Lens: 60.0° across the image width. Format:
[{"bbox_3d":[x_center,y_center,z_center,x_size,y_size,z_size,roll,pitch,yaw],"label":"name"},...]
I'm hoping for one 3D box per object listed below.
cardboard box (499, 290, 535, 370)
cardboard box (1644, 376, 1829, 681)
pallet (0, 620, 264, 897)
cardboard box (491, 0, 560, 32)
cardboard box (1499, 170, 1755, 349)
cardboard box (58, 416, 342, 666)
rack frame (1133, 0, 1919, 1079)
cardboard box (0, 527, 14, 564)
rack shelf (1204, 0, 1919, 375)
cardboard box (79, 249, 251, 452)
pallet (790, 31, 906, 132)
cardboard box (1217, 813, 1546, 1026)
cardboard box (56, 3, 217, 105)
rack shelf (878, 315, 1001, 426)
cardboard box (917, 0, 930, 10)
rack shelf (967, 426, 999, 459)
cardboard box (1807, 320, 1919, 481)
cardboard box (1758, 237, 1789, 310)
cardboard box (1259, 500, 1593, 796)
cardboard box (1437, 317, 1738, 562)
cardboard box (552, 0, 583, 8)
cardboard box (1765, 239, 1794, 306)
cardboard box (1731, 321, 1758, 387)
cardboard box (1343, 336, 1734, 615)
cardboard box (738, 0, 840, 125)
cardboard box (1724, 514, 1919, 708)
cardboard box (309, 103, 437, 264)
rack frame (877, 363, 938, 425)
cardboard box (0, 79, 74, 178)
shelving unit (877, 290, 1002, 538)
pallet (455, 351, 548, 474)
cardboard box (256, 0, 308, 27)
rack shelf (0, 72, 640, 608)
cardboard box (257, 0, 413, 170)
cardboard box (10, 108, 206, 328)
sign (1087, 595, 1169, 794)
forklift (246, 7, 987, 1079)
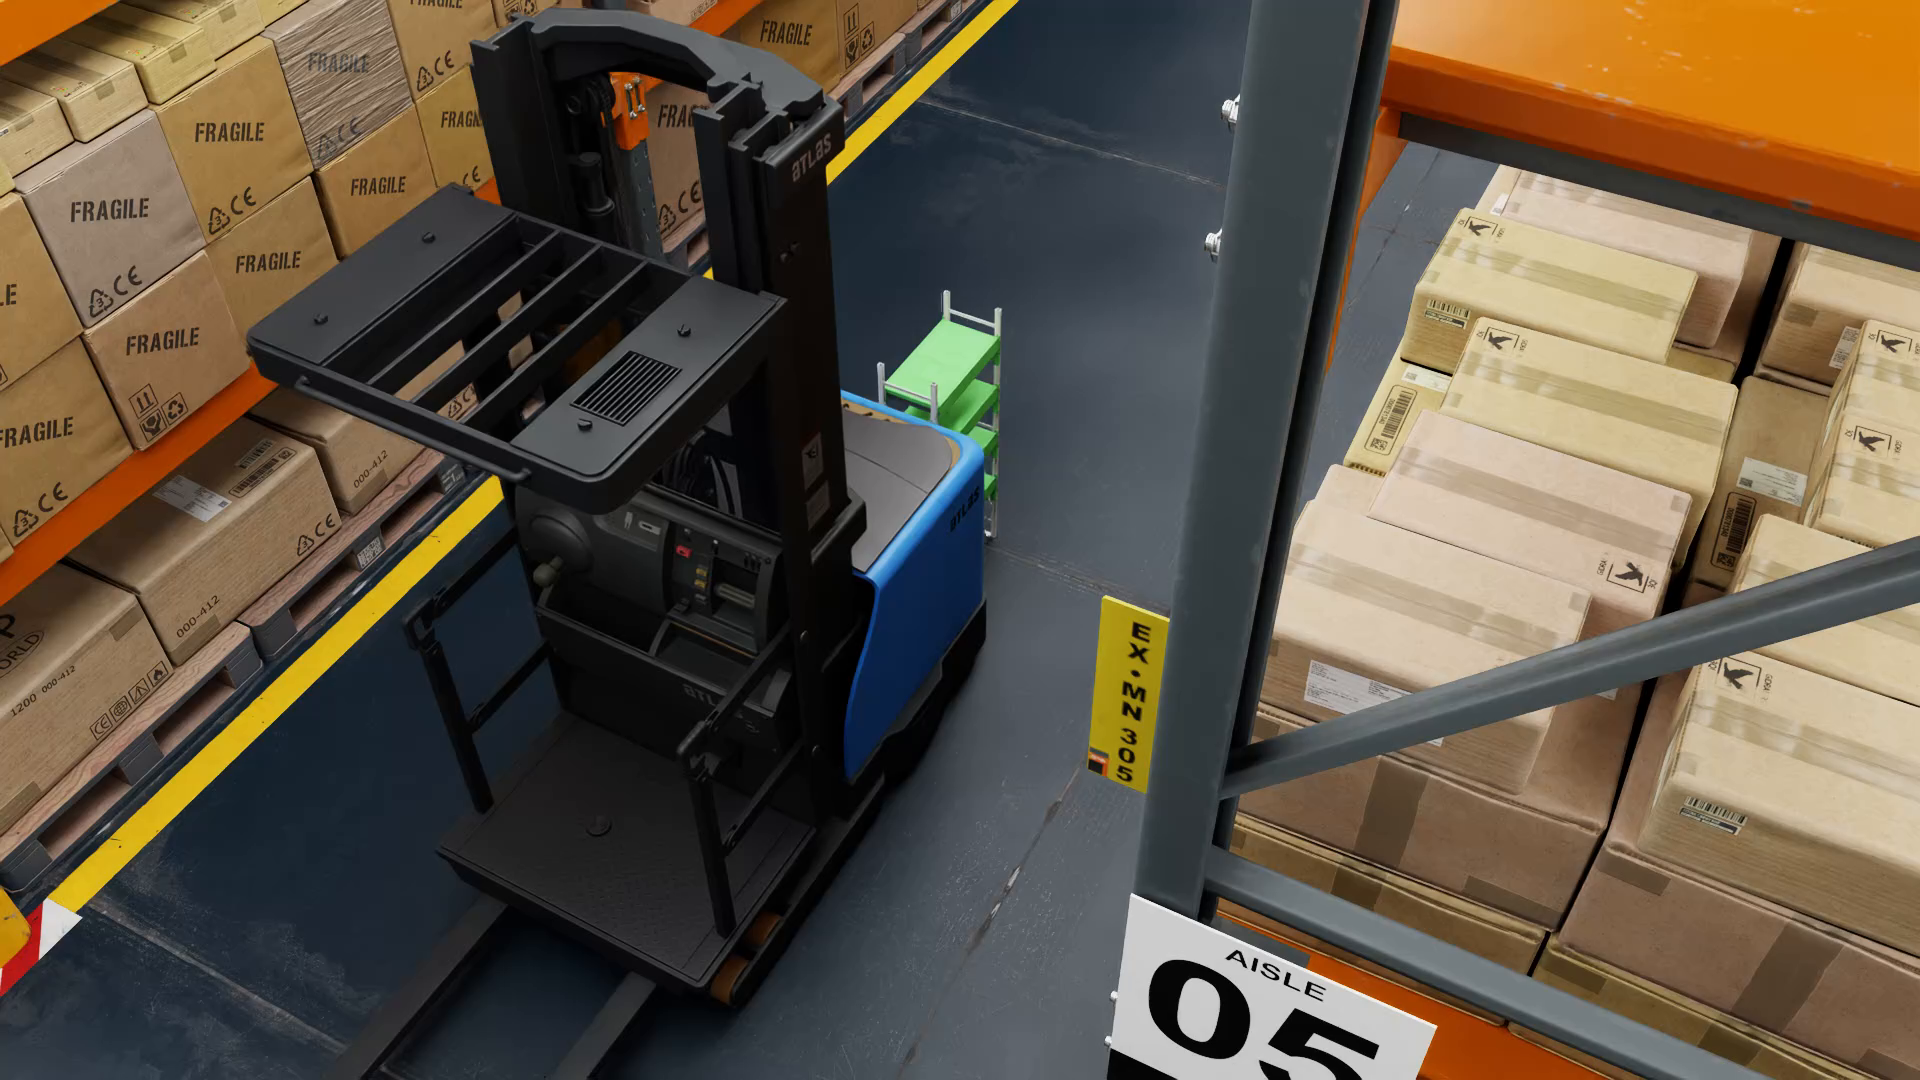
[{"bbox_3d":[-2.271,-1.221,7.634,0.875,0.438,0.875,20,49,19],"label":"cardboard box"},{"bbox_3d":[1.365,0.059,2.508,0.500,0.250,0.500,20,49,19],"label":"cardboard box"},{"bbox_3d":[-3.440,0.636,6.253,1.003,0.211,1.213,20,49,19],"label":"pallet"},{"bbox_3d":[-1.859,-2.333,6.453,0.500,0.500,0.500,20,49,19],"label":"cardboard box"},{"bbox_3d":[1.101,-0.495,2.775,0.380,0.149,0.250,19,48,18],"label":"cardboard box"},{"bbox_3d":[-3.106,-0.090,6.516,0.875,0.438,0.875,22,49,20],"label":"cardboard box"},{"bbox_3d":[0.690,-0.353,1.052,1.000,3.000,0.127,20,49,19],"label":"rack frame"},{"bbox_3d":[-3.264,-0.057,4.907,0.500,0.500,0.500,20,49,19],"label":"cardboard box"},{"bbox_3d":[1.618,-1.359,2.554,1.077,0.370,4.000,20,49,19],"label":"rack shelf"},{"bbox_3d":[-2.802,-0.700,5.542,0.500,0.500,0.500,20,49,19],"label":"cardboard box"},{"bbox_3d":[-1.028,-2.637,9.488,1.003,0.211,1.213,20,49,19],"label":"pallet"},{"bbox_3d":[0.667,0.380,2.541,0.500,0.250,0.500,19,48,18],"label":"cardboard box"},{"bbox_3d":[-2.574,-1.525,5.198,0.380,0.149,0.250,19,48,18],"label":"cardboard box"},{"bbox_3d":[-0.071,-0.615,6.209,0.258,0.148,0.480,21,49,20],"label":"rack shelf"},{"bbox_3d":[-0.422,-3.848,9.922,0.875,0.875,0.875,20,49,19],"label":"cardboard box"},{"bbox_3d":[-0.071,-0.278,6.551,0.258,0.148,0.480,21,49,20],"label":"rack shelf"},{"bbox_3d":[1.480,-0.145,2.429,0.380,0.149,0.250,21,49,20],"label":"cardboard box"},{"bbox_3d":[1.399,-0.754,3.311,0.500,0.250,0.500,18,48,17],"label":"cardboard box"},{"bbox_3d":[0.584,0.132,2.155,0.380,0.149,0.250,20,49,19],"label":"cardboard box"},{"bbox_3d":[0.904,-0.153,2.437,0.380,0.149,0.250,19,48,18],"label":"cardboard box"},{"bbox_3d":[-1.873,-1.993,6.821,0.500,0.500,0.500,21,49,19],"label":"cardboard box"},{"bbox_3d":[1.844,-0.575,3.134,0.500,0.250,0.500,19,48,18],"label":"cardboard box"},{"bbox_3d":[1.601,-0.103,3.019,0.500,0.250,0.500,19,48,18],"label":"cardboard box"},{"bbox_3d":[0.915,-0.118,2.683,0.500,0.250,0.500,19,48,18],"label":"cardboard box"},{"bbox_3d":[-1.255,-2.724,8.812,0.875,0.875,0.875,22,49,20],"label":"cardboard box"},{"bbox_3d":[1.176,0.155,2.132,0.380,0.149,0.250,22,49,21],"label":"cardboard box"},{"bbox_3d":[-2.328,-1.346,6.181,0.500,0.500,0.500,20,49,18],"label":"cardboard box"},{"bbox_3d":[-0.188,-0.171,6.355,0.240,1.200,0.015,21,49,20],"label":"rack frame"},{"bbox_3d":[-2.869,-1.231,4.908,0.380,0.149,0.250,21,49,19],"label":"cardboard box"},{"bbox_3d":[-0.071,-0.323,6.505,0.258,1.200,0.503,21,49,20],"label":"shelving unit"},{"bbox_3d":[-2.307,-0.901,7.772,1.003,0.211,1.213,20,49,19],"label":"pallet"},{"bbox_3d":[-2.395,-1.866,5.535,0.380,0.149,0.250,19,48,18],"label":"cardboard box"},{"bbox_3d":[-2.813,-0.822,6.239,1.077,0.370,4.000,20,49,19],"label":"rack shelf"},{"bbox_3d":[-2.330,-1.692,5.820,0.500,0.500,0.500,21,49,20],"label":"cardboard box"},{"bbox_3d":[-2.801,-1.064,5.200,0.500,0.500,0.500,20,49,19],"label":"cardboard box"},{"bbox_3d":[0.208,0.194,1.997,0.100,0.325,0.005,20,49,19],"label":"sign"},{"bbox_3d":[-1.048,0.131,4.840,1.130,2.935,3.031,21,49,20],"label":"forklift"}]
